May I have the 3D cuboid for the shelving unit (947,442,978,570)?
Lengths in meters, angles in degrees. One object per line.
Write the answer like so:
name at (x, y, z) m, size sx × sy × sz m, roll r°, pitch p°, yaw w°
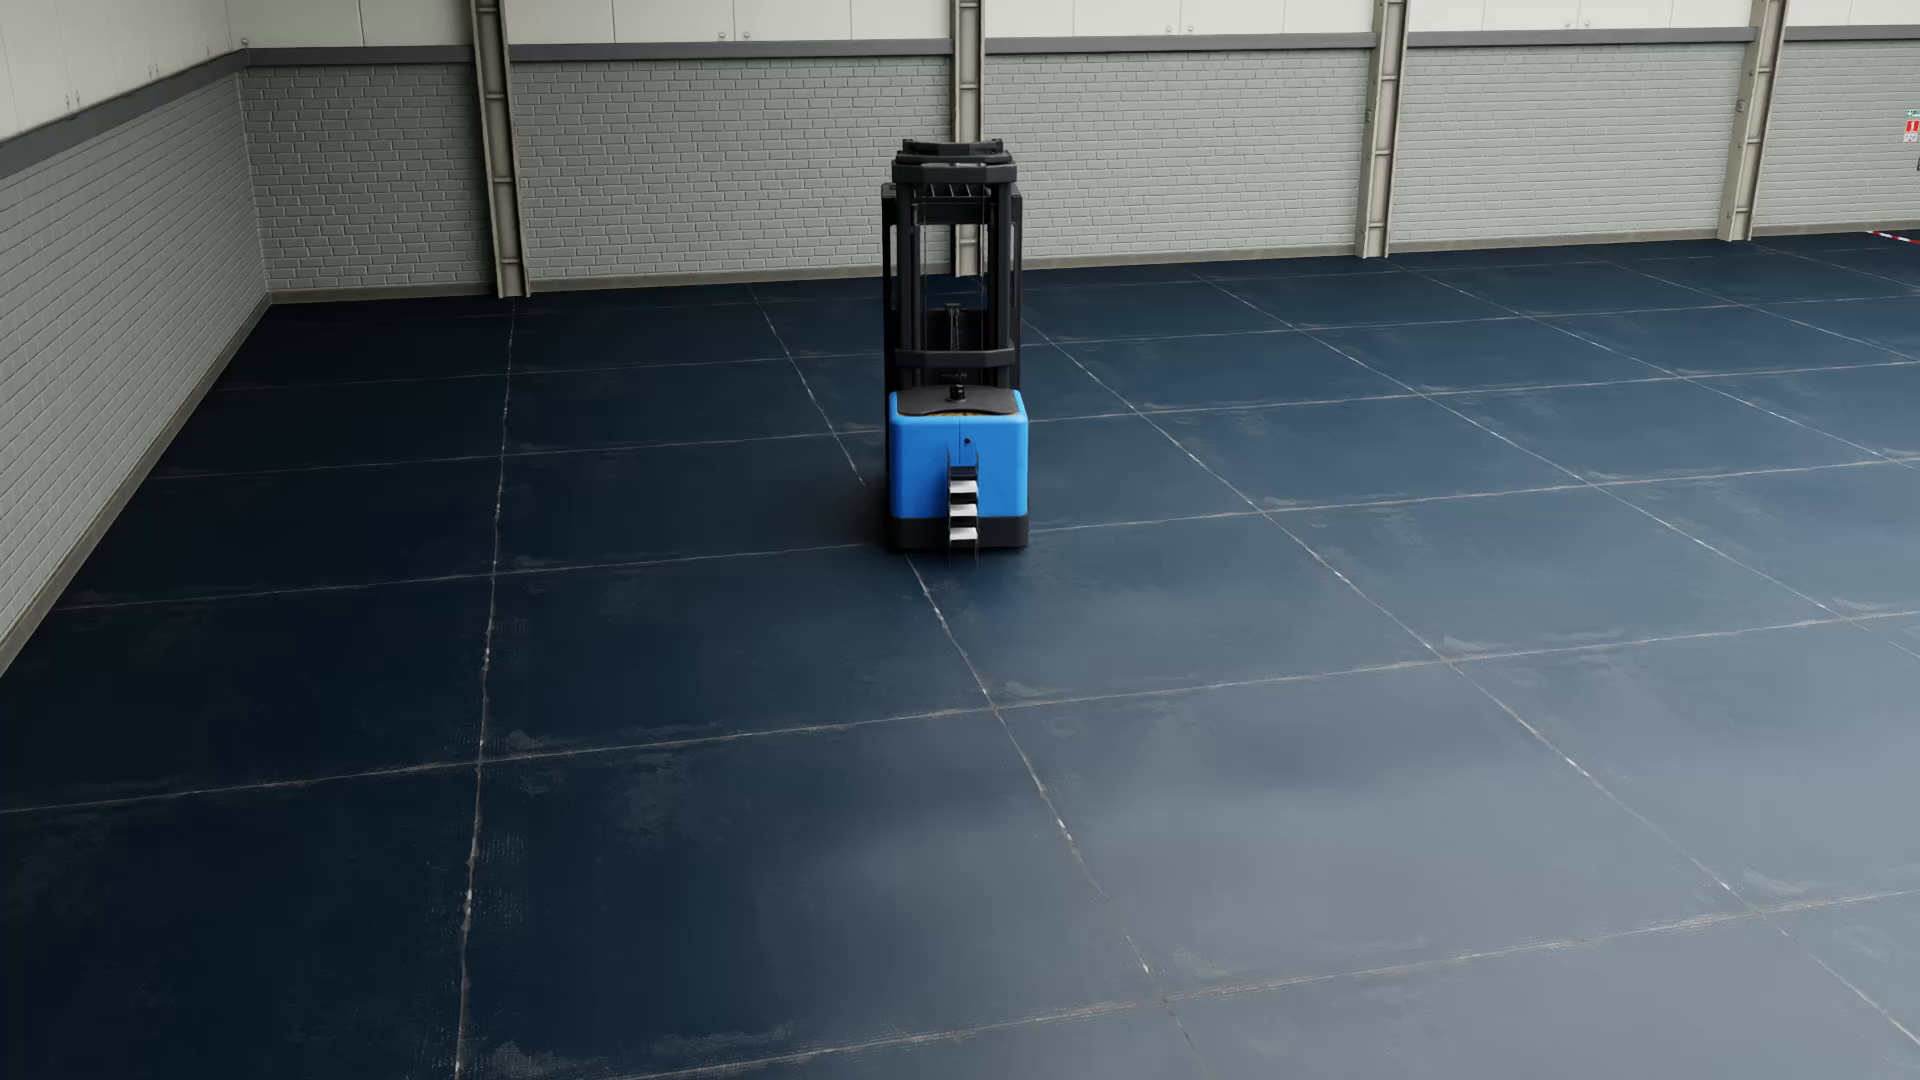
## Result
shelving unit at (0.019, -0.247, 12.180) m, size 0.210 × 0.900 × 0.258 m, roll -1°, pitch 20°, yaw -4°

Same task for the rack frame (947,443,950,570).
rack frame at (-0.082, -0.244, 12.173) m, size 0.006 × 0.900 × 0.240 m, roll -1°, pitch 20°, yaw -4°

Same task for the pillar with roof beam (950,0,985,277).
pillar with roof beam at (1.086, -6.417, 17.250) m, size 0.400 × 9.000 × 9.100 m, roll -5°, pitch 21°, yaw -12°

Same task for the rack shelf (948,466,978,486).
rack shelf at (0.019, -0.469, 12.098) m, size 0.200 × 0.077 × 0.258 m, roll -1°, pitch 20°, yaw -4°

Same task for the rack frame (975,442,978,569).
rack frame at (0.121, -0.249, 12.186) m, size 0.006 × 0.900 × 0.240 m, roll -1°, pitch 20°, yaw -4°

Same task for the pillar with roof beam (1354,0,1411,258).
pillar with roof beam at (6.925, -6.892, 18.547) m, size 0.400 × 9.000 × 9.100 m, roll -5°, pitch 21°, yaw -12°

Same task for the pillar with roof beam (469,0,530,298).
pillar with roof beam at (-4.753, -5.942, 15.954) m, size 0.400 × 9.000 × 9.100 m, roll -5°, pitch 21°, yaw -12°

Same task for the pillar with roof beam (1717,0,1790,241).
pillar with roof beam at (12.764, -7.367, 19.843) m, size 0.400 × 9.000 × 9.100 m, roll -5°, pitch 21°, yaw -12°

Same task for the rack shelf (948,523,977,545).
rack shelf at (0.019, -0.046, 12.253) m, size 0.200 × 0.077 × 0.258 m, roll -1°, pitch 20°, yaw -4°

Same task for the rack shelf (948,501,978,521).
rack shelf at (0.019, -0.215, 12.191) m, size 0.200 × 0.077 × 0.258 m, roll -1°, pitch 20°, yaw -4°

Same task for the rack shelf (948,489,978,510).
rack shelf at (0.019, -0.300, 12.160) m, size 0.200 × 0.077 × 0.258 m, roll -1°, pitch 20°, yaw -4°

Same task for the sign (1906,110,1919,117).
sign at (14.644, -6.537, 25.476) m, size 0.331 × 0.109 × 0.001 m, roll -5°, pitch 21°, yaw -12°

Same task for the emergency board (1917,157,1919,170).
emergency board at (15.186, -6.289, 25.621) m, size 0.626 × 1.169 × 0.157 m, roll -5°, pitch 21°, yaw -12°

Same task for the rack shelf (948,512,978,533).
rack shelf at (0.019, -0.131, 12.222) m, size 0.200 × 0.077 × 0.258 m, roll -1°, pitch 20°, yaw -4°

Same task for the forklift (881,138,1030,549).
forklift at (-0.074, -1.770, 13.385) m, size 1.130 × 2.935 × 3.031 m, roll -1°, pitch 20°, yaw -3°

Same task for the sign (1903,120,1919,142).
sign at (14.637, -6.291, 25.575) m, size 0.234 × 0.329 × 0.001 m, roll -5°, pitch 21°, yaw -12°

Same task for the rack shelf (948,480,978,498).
rack shelf at (0.019, -0.384, 12.129) m, size 0.200 × 0.077 × 0.258 m, roll -1°, pitch 20°, yaw -4°
